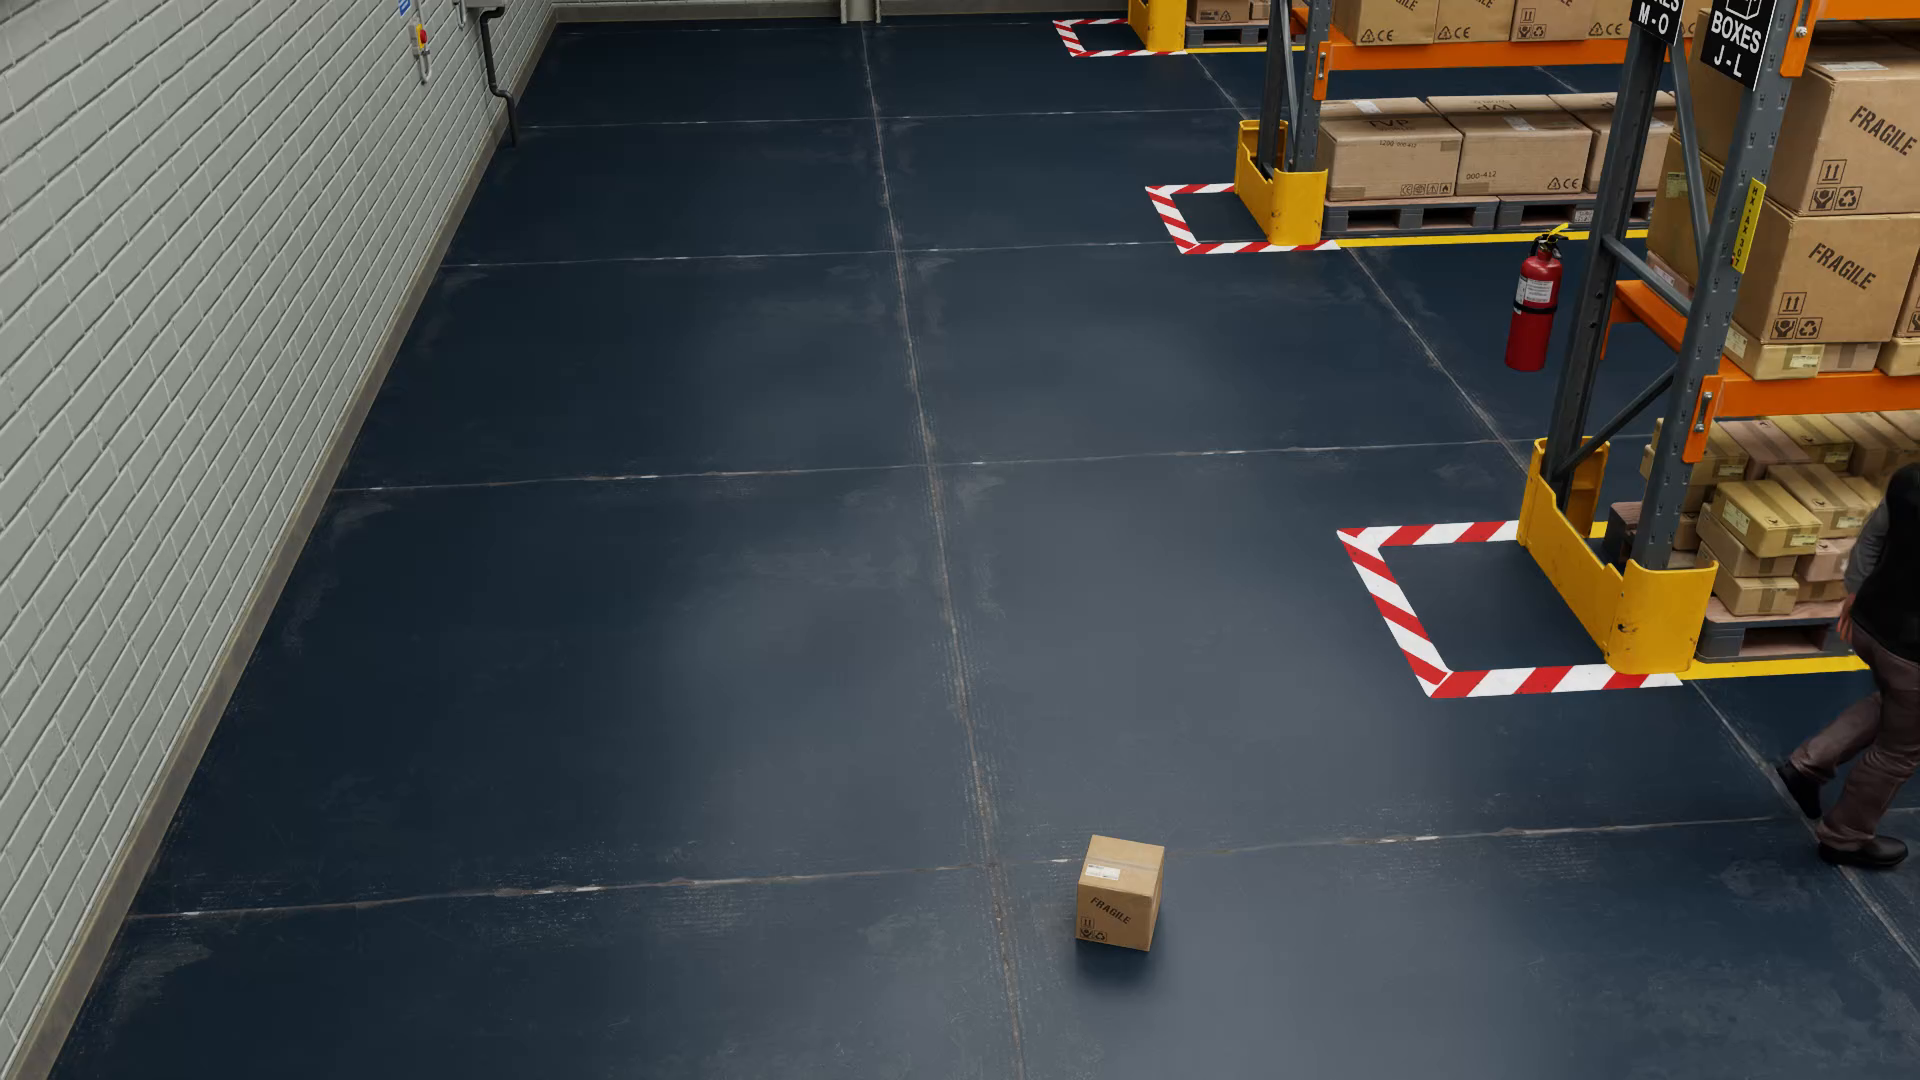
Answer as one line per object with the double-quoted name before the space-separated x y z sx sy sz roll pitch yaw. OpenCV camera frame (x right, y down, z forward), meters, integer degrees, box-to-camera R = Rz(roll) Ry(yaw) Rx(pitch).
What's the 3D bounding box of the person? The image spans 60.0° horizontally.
"person" 3.178 0.344 5.544 0.469 1.720 0.576 -2 31 -4
